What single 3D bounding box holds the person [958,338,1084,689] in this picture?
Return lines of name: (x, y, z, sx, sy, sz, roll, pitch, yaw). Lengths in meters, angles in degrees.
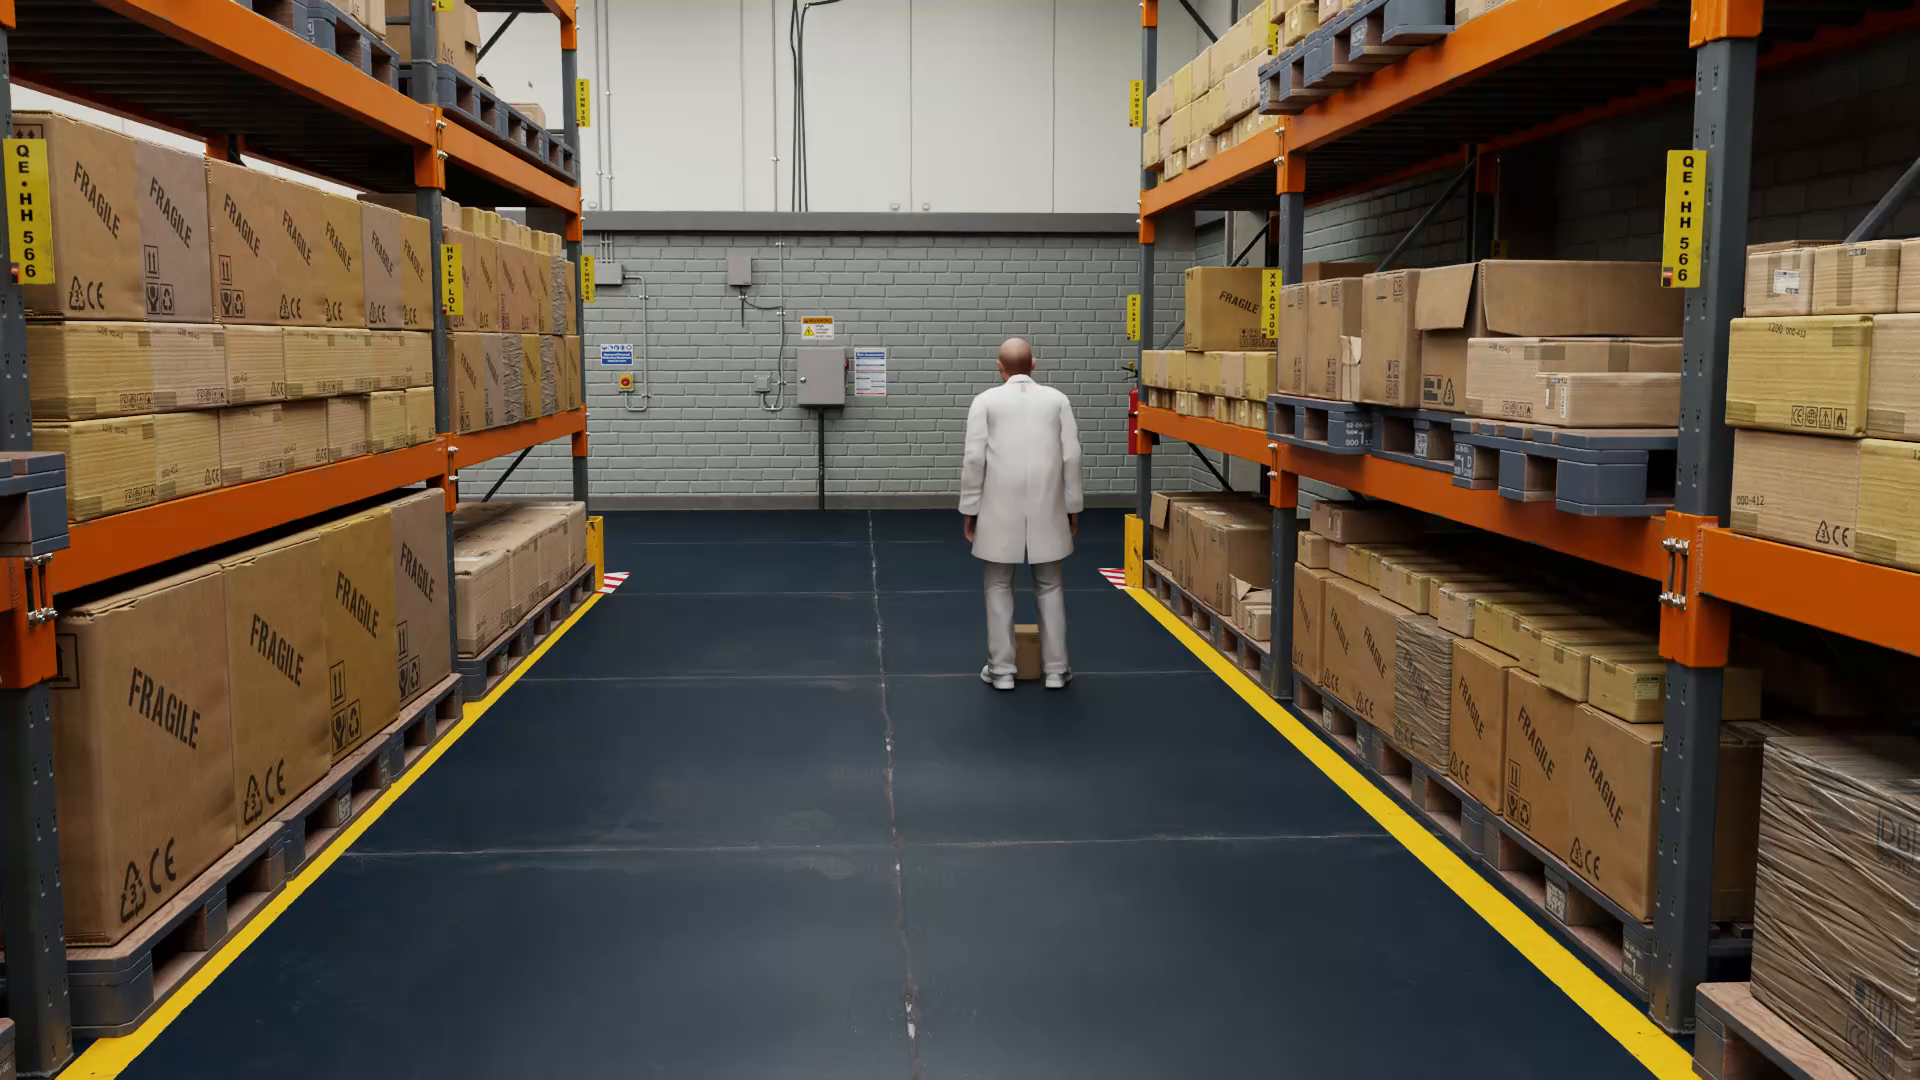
person: (0.310, -0.135, 8.460, 0.643, 1.772, 0.429, -1, 7, -7)
